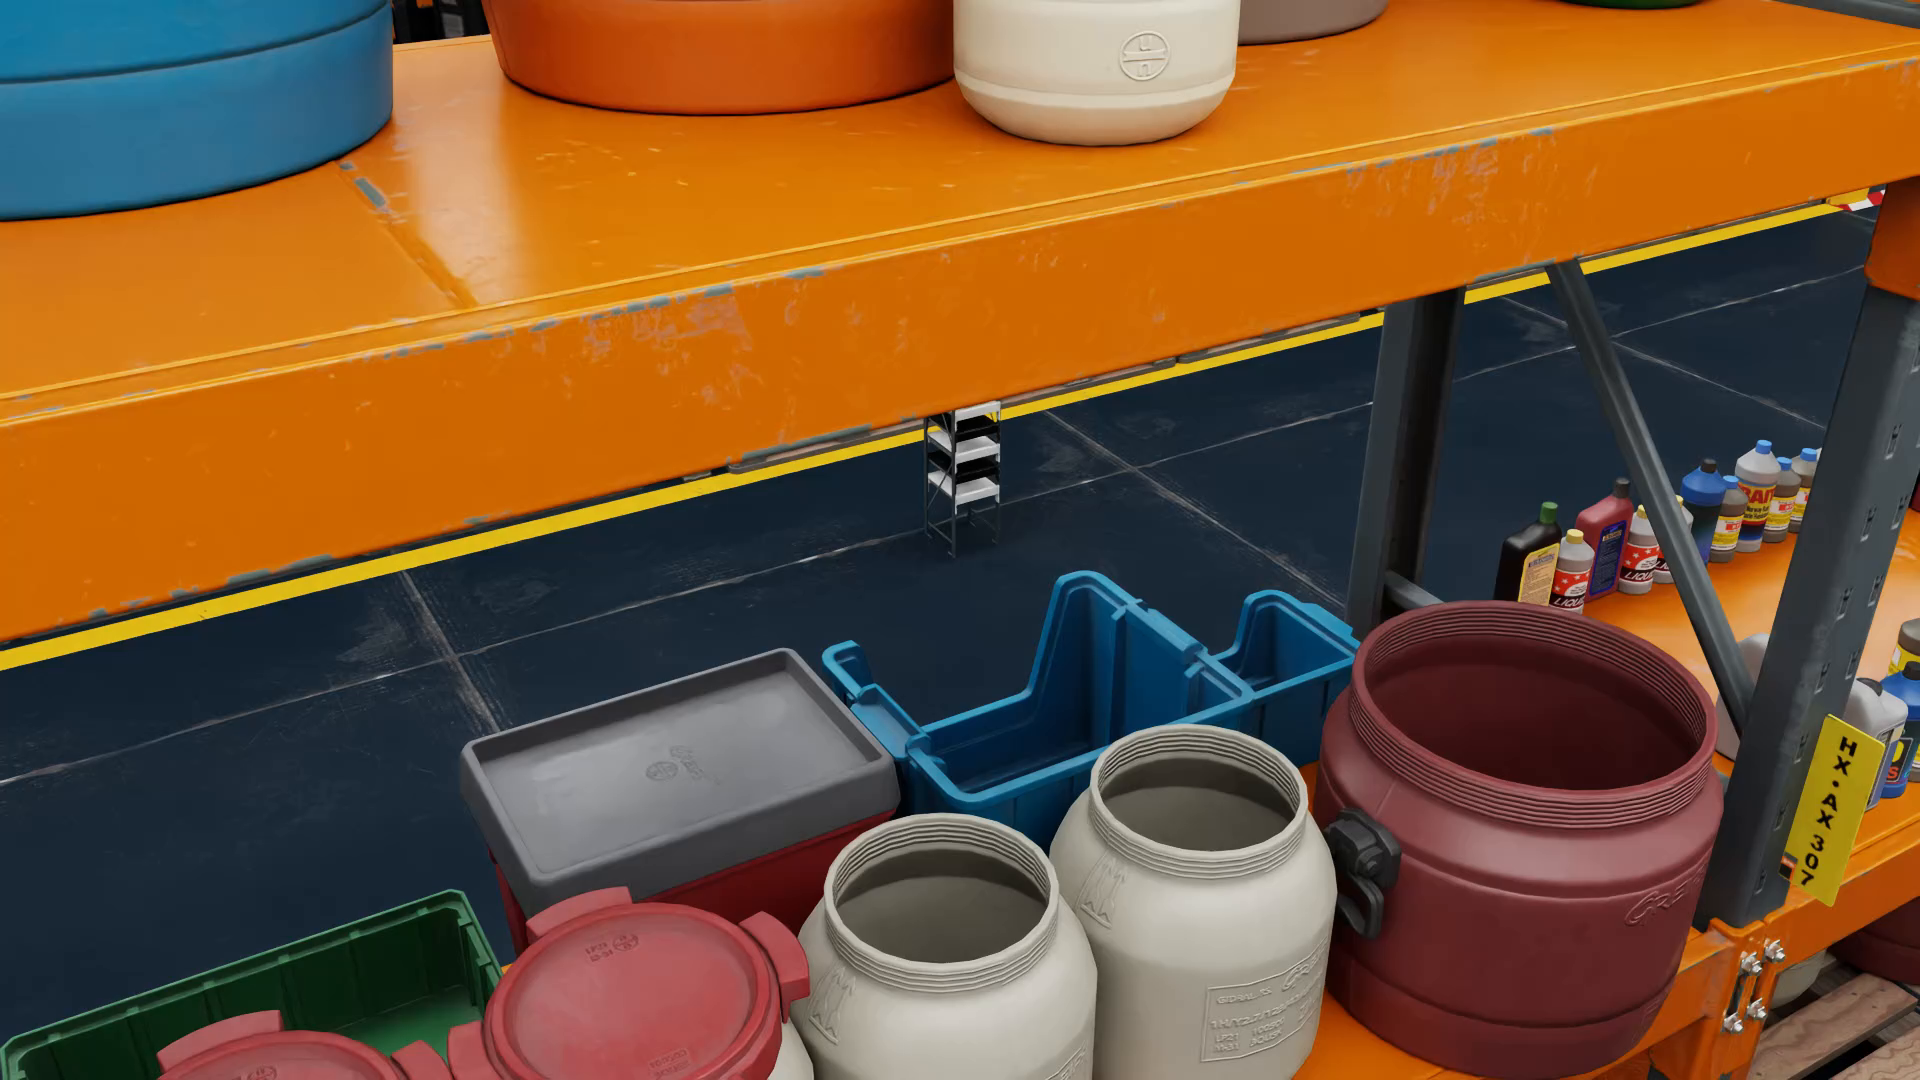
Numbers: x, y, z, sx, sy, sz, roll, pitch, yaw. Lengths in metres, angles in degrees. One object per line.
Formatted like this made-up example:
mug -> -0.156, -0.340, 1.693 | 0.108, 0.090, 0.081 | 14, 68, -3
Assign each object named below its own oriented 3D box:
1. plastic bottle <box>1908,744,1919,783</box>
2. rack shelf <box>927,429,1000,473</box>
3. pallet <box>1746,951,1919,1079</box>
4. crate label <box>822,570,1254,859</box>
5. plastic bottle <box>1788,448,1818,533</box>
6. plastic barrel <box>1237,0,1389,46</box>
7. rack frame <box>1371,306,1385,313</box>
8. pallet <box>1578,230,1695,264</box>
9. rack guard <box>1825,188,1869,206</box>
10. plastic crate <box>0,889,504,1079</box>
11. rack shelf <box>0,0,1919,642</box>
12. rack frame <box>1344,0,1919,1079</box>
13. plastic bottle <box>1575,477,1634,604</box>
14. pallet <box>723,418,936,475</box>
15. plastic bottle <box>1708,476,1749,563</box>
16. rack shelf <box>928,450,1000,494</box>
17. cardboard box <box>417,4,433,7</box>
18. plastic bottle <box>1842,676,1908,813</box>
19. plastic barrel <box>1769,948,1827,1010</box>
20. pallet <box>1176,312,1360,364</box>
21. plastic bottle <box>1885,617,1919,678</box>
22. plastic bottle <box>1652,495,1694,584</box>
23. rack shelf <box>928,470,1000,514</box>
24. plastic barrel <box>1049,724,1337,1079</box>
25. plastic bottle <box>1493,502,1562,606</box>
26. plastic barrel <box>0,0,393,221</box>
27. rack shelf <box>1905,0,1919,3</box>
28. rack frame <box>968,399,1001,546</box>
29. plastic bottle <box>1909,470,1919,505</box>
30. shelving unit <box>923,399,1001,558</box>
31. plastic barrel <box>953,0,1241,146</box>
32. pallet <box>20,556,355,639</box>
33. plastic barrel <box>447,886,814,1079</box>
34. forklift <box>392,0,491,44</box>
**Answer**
plastic bottle -> 1.852, 0.358, 3.203 | 0.097, 0.201, 0.097 | 0, 29, 0
rack shelf -> 0.007, -0.367, 6.552 | 0.200, 0.077, 0.258 | -16, 33, -26
pallet -> 1.776, 1.293, 4.188 | 1.213, 0.211, 1.003 | -16, 33, -26
crate label -> 0.124, 0.398, 2.888 | 0.616, 0.435, 0.502 | -16, 33, -26
plastic bottle -> 2.062, -0.127, 4.082 | 0.097, 0.201, 0.097 | 0, 29, 0
plastic barrel -> 0.300, -1.139, 2.087 | 0.600, 0.901, 0.600 | 0, 29, 0
rack frame -> 2.060, -2.761, 8.648 | 0.127, 3.000, 1.000 | -16, 33, -26
pallet -> 3.706, -2.008, 10.171 | 1.213, 0.211, 1.003 | -16, 33, -26
rack guard -> 5.443, -2.627, 10.993 | 0.348, 0.500, 1.175 | -16, 33, -26
plastic crate -> -0.972, 0.811, 2.396 | 0.662, 0.188, 0.450 | -16, 33, -26
rack shelf -> -0.607, -0.226, 1.695 | 4.000, 0.370, 1.077 | -16, 33, -26
rack frame -> 1.118, 0.283, 3.133 | 0.127, 3.000, 1.000 | -16, 33, -26
plastic bottle -> 1.449, 0.001, 3.765 | 0.133, 0.283, 0.061 | -16, 33, -26
pallet -> -0.726, -0.728, 7.850 | 1.213, 0.211, 1.003 | -16, 33, -26
plastic bottle -> 1.810, -0.056, 3.952 | 0.097, 0.201, 0.097 | 0, 29, 0
rack shelf -> 0.007, -0.288, 6.596 | 0.200, 0.077, 0.258 | -16, 33, -26
cardboard box -> -3.201, -3.212, 11.257 | 0.750, 0.750, 0.750 | -16, 33, -27
plastic bottle -> 1.655, 0.366, 3.111 | 0.135, 0.276, 0.152 | -16, 33, -26
plastic barrel -> 1.972, 0.886, 4.181 | 0.421, 0.512, 0.421 | 0, 29, 0
pallet -> 1.378, -1.325, 8.933 | 1.213, 0.211, 1.003 | -16, 33, -26
plastic bottle -> 1.974, 0.238, 3.420 | 0.097, 0.201, 0.097 | 0, 29, 0
plastic bottle -> 1.642, -0.008, 3.866 | 0.097, 0.201, 0.097 | 0, 29, 0
rack shelf -> 0.007, -0.209, 6.639 | 0.200, 0.077, 0.258 | -16, 33, -26
plastic barrel -> 0.339, 0.575, 2.489 | 0.421, 0.512, 0.421 | 0, 29, 0
plastic bottle -> 1.250, 0.057, 3.663 | 0.133, 0.283, 0.061 | -16, 33, -26
plastic barrel -> -0.875, -0.806, 1.483 | 0.708, 0.901, 0.600 | -16, 33, -26
rack shelf -> 2.842, -1.205, 3.469 | 4.000, 0.370, 1.077 | -16, 33, -26
rack frame -> 0.095, -0.421, 6.581 | 0.006, 0.900, 0.240 | -16, 33, -26
plastic bottle -> 2.394, -0.274, 4.193 | 0.185, 0.351, 0.144 | -16, 33, -26
shelving unit -> 0.007, -0.396, 6.536 | 0.210, 0.900, 0.258 | -16, 33, -26
plastic barrel -> 0.140, -0.561, 1.702 | 0.301, 0.262, 0.301 | 0, 29, 0
pallet -> -3.169, -0.079, 6.674 | 1.213, 0.211, 1.003 | -16, 33, -26
plastic barrel -> -0.389, 0.774, 2.102 | 0.433, 0.535, 0.433 | 0, 29, 0
forklift -> -2.594, -2.713, 8.633 | 3.031, 2.935, 1.130 | 20, 34, 31
